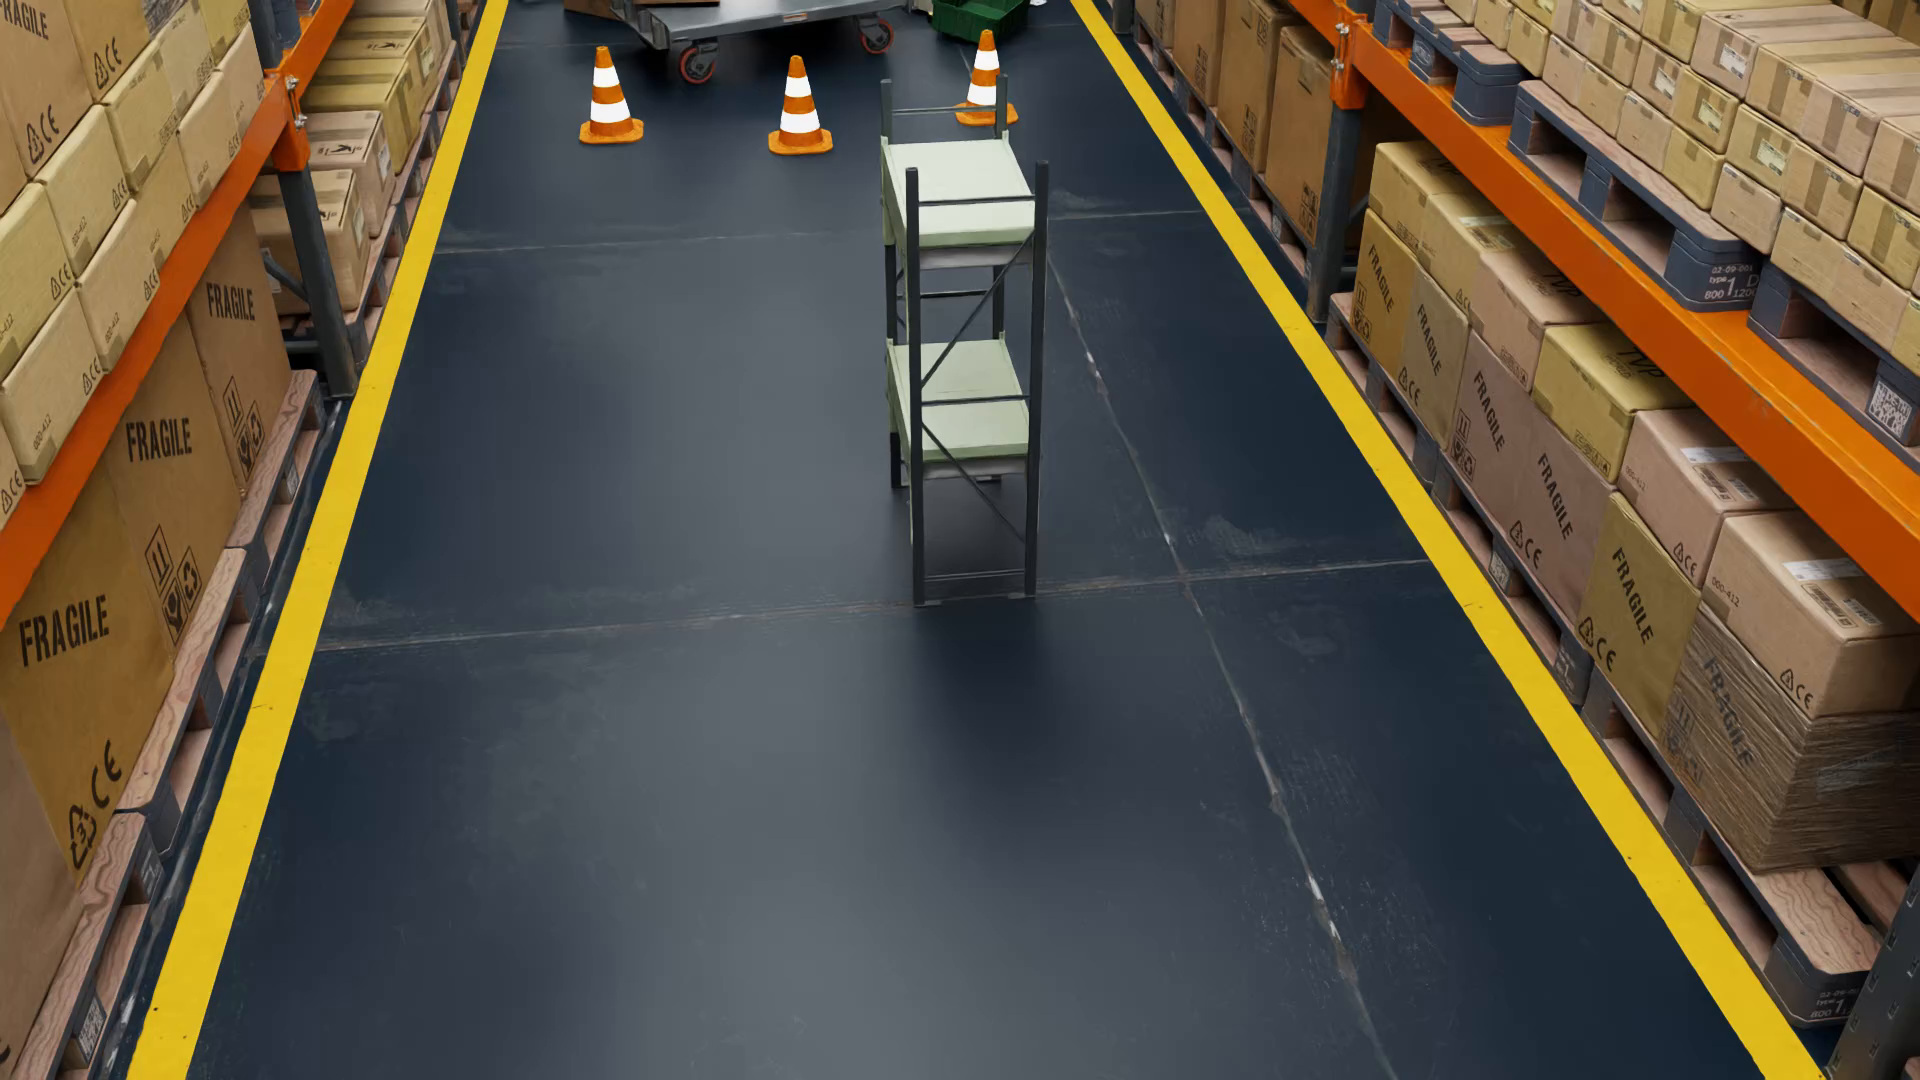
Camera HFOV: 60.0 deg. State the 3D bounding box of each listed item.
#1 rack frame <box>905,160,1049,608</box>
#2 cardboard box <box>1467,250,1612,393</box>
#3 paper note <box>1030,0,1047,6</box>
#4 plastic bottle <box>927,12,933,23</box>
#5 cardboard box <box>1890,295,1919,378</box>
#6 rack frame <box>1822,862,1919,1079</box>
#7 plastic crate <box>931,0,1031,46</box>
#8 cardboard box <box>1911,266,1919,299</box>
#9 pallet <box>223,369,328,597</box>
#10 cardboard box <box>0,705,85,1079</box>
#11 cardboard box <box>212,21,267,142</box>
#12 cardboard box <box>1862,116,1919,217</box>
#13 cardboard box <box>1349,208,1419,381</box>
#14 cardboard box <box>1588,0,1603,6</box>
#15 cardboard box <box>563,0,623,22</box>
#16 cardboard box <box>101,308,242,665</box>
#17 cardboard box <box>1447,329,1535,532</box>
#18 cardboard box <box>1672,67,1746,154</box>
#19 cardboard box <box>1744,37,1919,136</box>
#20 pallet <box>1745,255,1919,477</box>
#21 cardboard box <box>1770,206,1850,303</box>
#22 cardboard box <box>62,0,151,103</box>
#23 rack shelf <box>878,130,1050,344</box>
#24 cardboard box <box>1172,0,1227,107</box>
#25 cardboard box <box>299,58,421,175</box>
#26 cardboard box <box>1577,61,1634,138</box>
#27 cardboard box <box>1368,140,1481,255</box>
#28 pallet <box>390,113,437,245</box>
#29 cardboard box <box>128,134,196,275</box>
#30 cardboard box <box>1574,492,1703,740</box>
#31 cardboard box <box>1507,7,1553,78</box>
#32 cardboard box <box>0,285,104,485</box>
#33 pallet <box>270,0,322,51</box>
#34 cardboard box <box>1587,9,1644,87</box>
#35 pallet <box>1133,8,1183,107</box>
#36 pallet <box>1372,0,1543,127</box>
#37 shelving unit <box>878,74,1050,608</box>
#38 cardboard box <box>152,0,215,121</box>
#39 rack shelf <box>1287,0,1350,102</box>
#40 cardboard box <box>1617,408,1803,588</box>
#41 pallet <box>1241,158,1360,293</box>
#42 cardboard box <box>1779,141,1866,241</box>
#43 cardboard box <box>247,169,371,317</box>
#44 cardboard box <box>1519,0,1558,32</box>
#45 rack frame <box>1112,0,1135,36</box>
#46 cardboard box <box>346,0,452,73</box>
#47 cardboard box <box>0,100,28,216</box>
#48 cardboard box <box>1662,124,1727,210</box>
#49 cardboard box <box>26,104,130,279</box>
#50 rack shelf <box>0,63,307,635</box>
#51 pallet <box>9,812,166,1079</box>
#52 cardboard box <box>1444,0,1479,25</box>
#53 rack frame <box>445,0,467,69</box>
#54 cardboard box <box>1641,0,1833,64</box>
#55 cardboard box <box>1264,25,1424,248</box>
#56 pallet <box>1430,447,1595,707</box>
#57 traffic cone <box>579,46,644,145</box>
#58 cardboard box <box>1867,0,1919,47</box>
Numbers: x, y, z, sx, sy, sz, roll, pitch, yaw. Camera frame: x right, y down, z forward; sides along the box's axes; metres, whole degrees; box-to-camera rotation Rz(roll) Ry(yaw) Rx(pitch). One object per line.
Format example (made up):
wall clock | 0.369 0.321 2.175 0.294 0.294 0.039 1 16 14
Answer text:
rack frame | 0.048 -0.419 5.033 0.400 1.500 0.023 -4 35 -6
cardboard box | 1.971 -0.711 5.311 0.500 0.250 0.500 -4 34 -6
paper note | 0.471 -3.536 10.911 0.142 0.020 0.147 27 43 34
plastic bottle | -0.074 -3.282 10.511 0.133 0.061 0.283 -24 41 -30
cardboard box | 2.249 -0.413 3.543 0.380 0.149 0.250 -4 34 -6
rack frame | 2.534 0.008 3.075 1.000 3.000 0.127 -4 35 -6
plastic crate | 0.137 -3.316 10.398 0.450 0.188 0.662 21 39 12
cardboard box | 2.248 -0.539 3.463 0.380 0.149 0.250 -4 34 -6
pallet | -2.864 -0.195 5.848 1.003 0.211 1.213 -4 35 -6
cardboard box | -2.520 0.804 3.421 0.875 0.875 0.875 -3 34 -5
cardboard box | -2.570 -1.468 5.374 0.500 0.250 0.500 -6 35 -8
cardboard box | 2.217 -0.811 3.598 0.380 0.149 0.250 -5 35 -8
cardboard box | 1.839 -0.951 6.328 0.500 0.500 0.500 -6 35 -8
cardboard box | 2.007 -1.681 4.876 0.380 0.149 0.250 -3 34 -4
cardboard box | -2.229 -3.694 10.724 0.500 0.500 0.500 20 39 26
cardboard box | -2.769 -0.199 4.892 0.875 0.875 0.875 -4 34 -6
cardboard box | 1.983 -0.384 5.497 0.500 0.500 0.500 -5 35 -8
cardboard box | 2.104 -1.127 4.326 0.380 0.149 0.250 -4 35 -6
cardboard box | 2.152 -1.095 4.015 0.380 0.149 0.250 -5 35 -8
pallet | 2.576 -0.350 3.771 1.003 0.211 1.213 -4 35 -6
cardboard box | 2.184 -0.692 3.953 0.380 0.149 0.250 -6 35 -9
cardboard box | -2.429 -1.415 4.187 0.500 0.500 0.500 -4 35 -6
rack shelf | -0.001 -0.946 5.113 0.431 0.370 0.720 -4 35 -6
cardboard box | 1.757 -2.822 8.852 1.050 0.750 0.750 -4 35 -6
cardboard box | -3.165 -2.031 8.028 0.950 0.372 0.625 -3 34 -5
cardboard box | 2.037 -1.289 4.828 0.380 0.149 0.250 -4 34 -6
cardboard box | 1.849 -1.271 6.133 0.500 0.250 0.500 -6 35 -9
pallet | -3.160 -1.756 8.139 1.003 0.211 1.213 -4 35 -6
cardboard box | -2.434 -0.902 4.543 0.500 0.250 0.500 -5 35 -7
cardboard box | 2.116 0.187 4.658 0.500 0.500 0.500 -5 35 -8
cardboard box | 1.967 -1.578 5.252 0.380 0.149 0.250 -3 34 -4
cardboard box | -2.279 -0.340 3.719 0.500 0.250 0.500 -5 35 -7
pallet | -3.097 -2.103 6.343 1.213 0.211 1.003 -4 35 -6
cardboard box | 2.037 -1.413 4.746 0.380 0.149 0.250 -5 35 -7
pallet | 1.637 -2.879 9.787 1.003 0.211 1.213 -4 35 -6
pallet | 2.198 -1.755 5.832 1.213 0.211 1.003 -4 35 -6
shelving unit | -0.001 -0.623 5.333 0.431 1.500 0.755 -4 35 -6
cardboard box | -2.506 -1.401 4.831 0.500 0.250 0.500 -5 35 -8
rack shelf | 1.727 -3.043 8.190 1.077 0.370 4.000 -4 35 -6
cardboard box | 2.128 -0.127 4.453 0.500 0.250 0.500 -3 34 -4
pallet | 1.965 -1.517 7.789 1.003 0.211 1.213 -4 35 -6
cardboard box | 2.177 -0.830 3.890 0.380 0.149 0.250 -5 35 -8
cardboard box | -2.961 -1.197 6.803 0.950 0.372 0.625 -7 35 -10
cardboard box | 1.974 -1.691 5.154 0.380 0.149 0.250 -4 35 -6
rack frame | 1.458 -4.456 9.625 1.000 3.000 0.127 -4 35 -6
cardboard box | -3.360 -2.820 9.185 0.950 0.372 0.625 -4 34 -6
cardboard box | -2.292 -0.844 3.349 0.500 0.500 0.500 -5 35 -8
cardboard box | 2.106 -0.995 4.397 0.380 0.149 0.250 -3 34 -4
cardboard box | -2.346 -0.827 3.989 0.500 0.250 0.500 -5 35 -8
rack shelf | -2.626 -0.379 4.282 1.077 0.370 4.000 -4 35 -6
pallet | -2.536 1.167 3.850 1.003 0.211 1.213 -4 35 -6
cardboard box | 1.892 -1.879 5.694 0.380 0.149 0.250 -3 34 -4
rack frame | -3.433 -4.025 8.993 1.000 3.000 0.127 -4 35 -6
cardboard box | 2.075 -1.394 4.454 0.380 0.149 0.250 -5 35 -7
cardboard box | 2.004 -1.815 7.374 1.050 0.750 0.750 -5 35 -7
pallet | 2.261 0.044 5.498 1.003 0.211 1.213 -4 35 -6
traffic cone | -1.879 -2.391 8.847 0.336 0.463 0.334 -4 35 -6
cardboard box | 2.722 -1.434 4.512 0.380 0.149 0.250 -3 34 -5
